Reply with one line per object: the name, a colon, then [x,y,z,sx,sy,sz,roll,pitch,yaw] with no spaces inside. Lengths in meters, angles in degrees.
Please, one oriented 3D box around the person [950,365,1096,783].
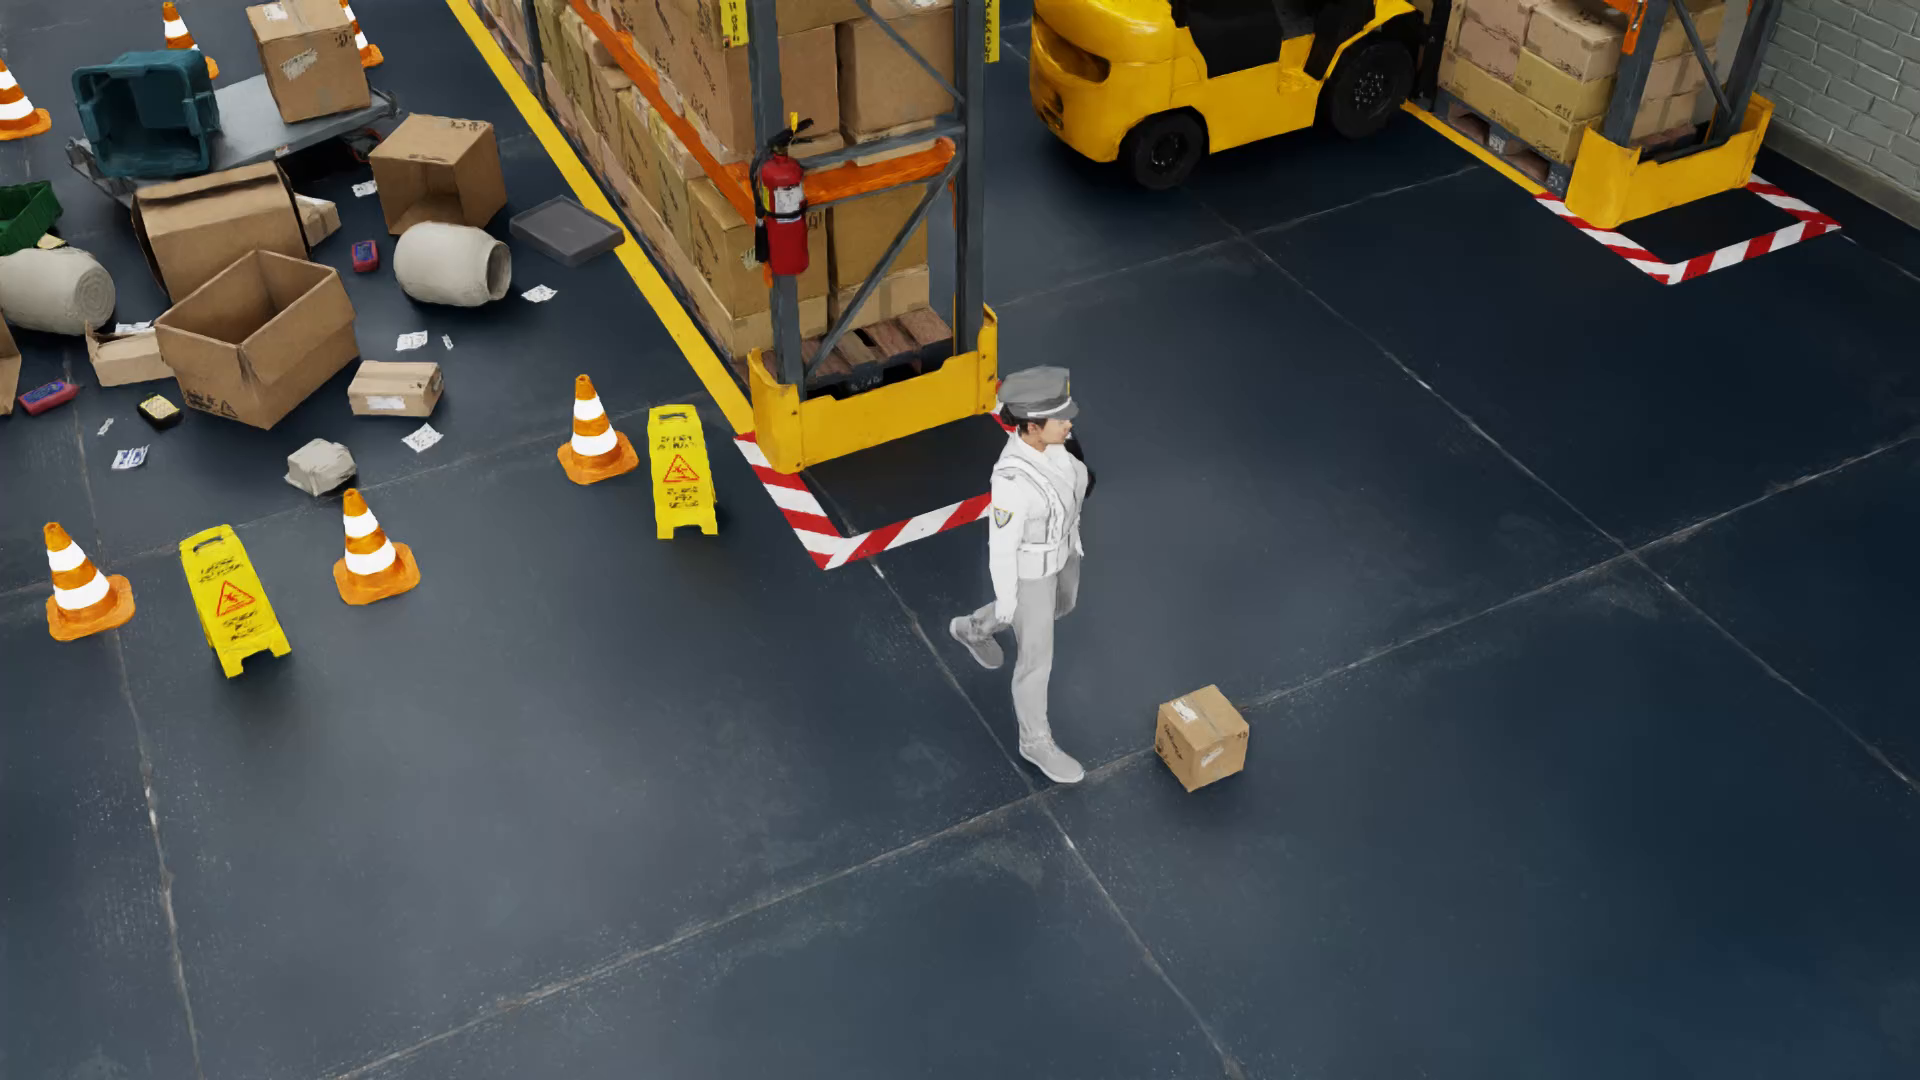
person: [0.243,0.073,6.046,0.671,1.669,0.540,15,44,16]
